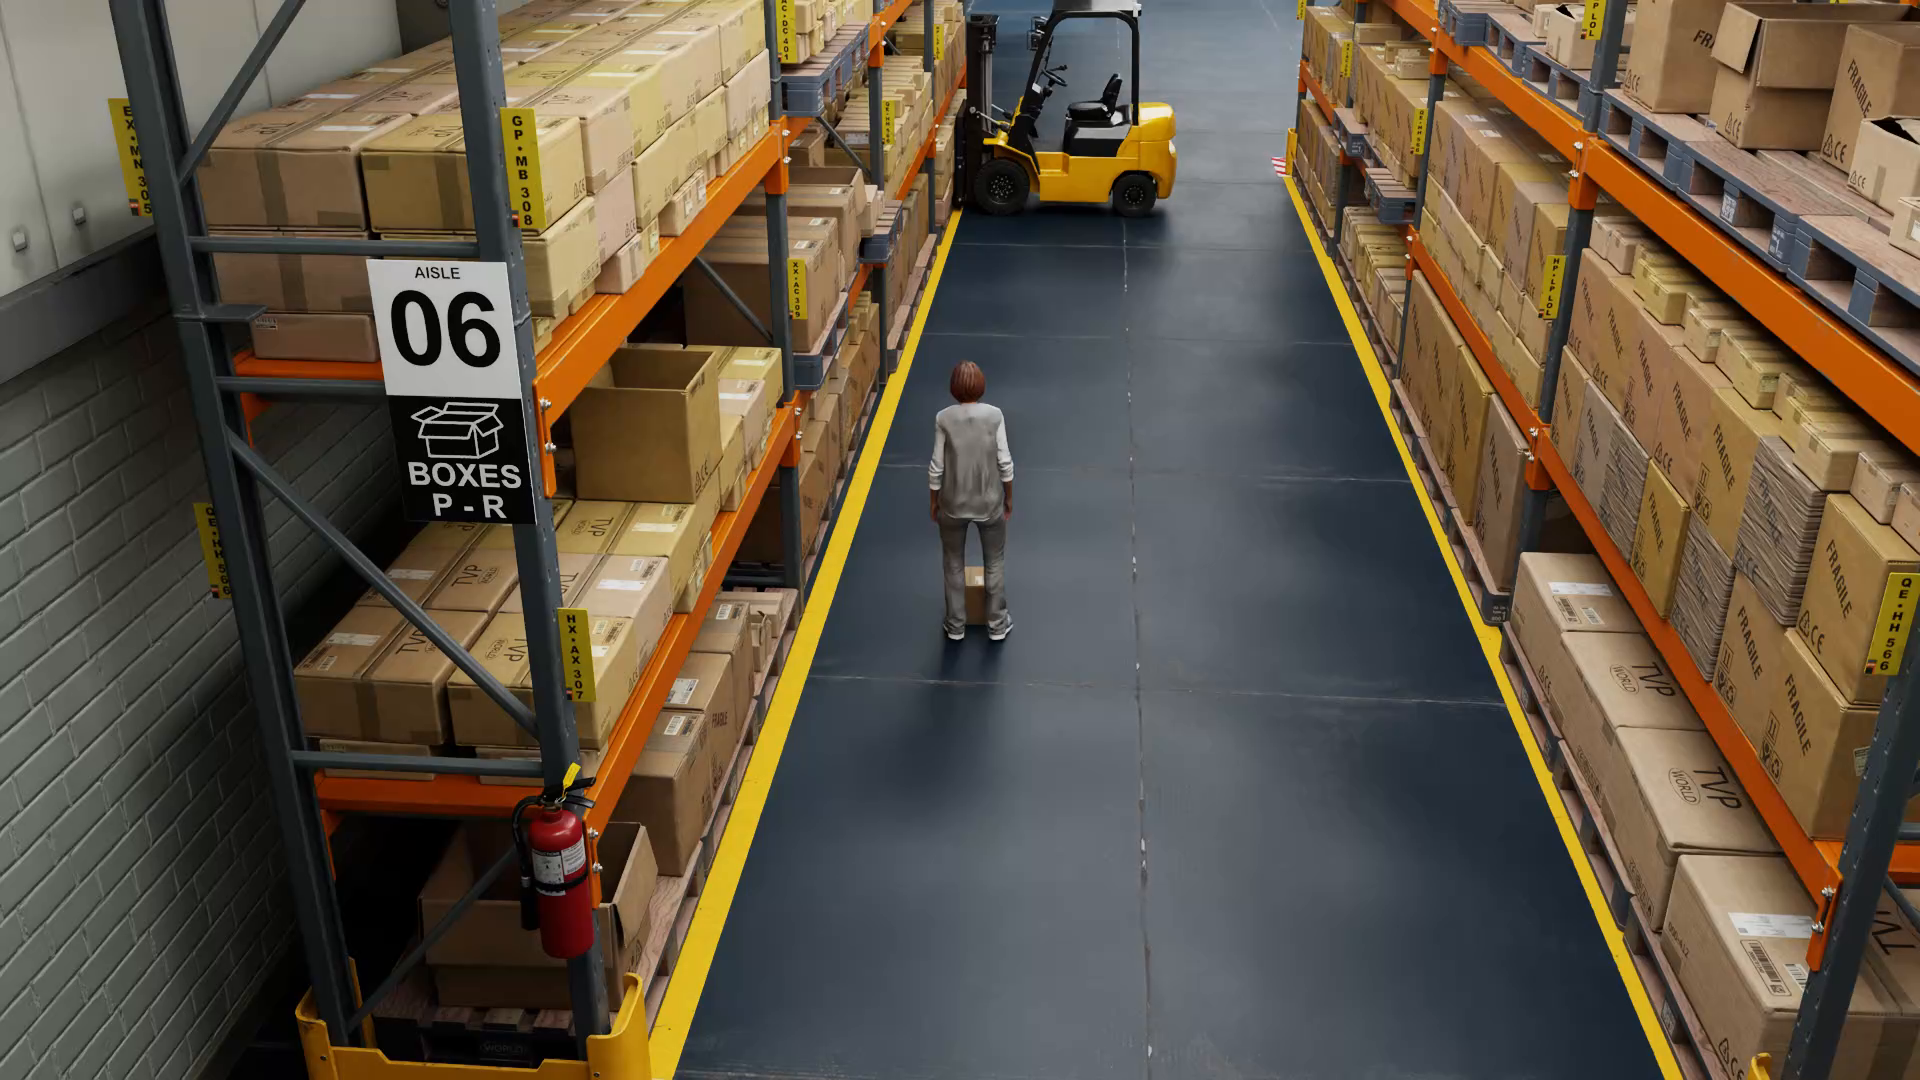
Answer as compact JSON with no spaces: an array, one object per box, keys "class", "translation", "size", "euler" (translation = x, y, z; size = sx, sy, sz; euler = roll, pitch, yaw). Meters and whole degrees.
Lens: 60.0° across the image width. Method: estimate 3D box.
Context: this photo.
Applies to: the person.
[{"class":"person","translation":[0.065,-0.190,9.032],"size":[0.473,1.590,0.351],"euler":[-1,25,-1]}]
